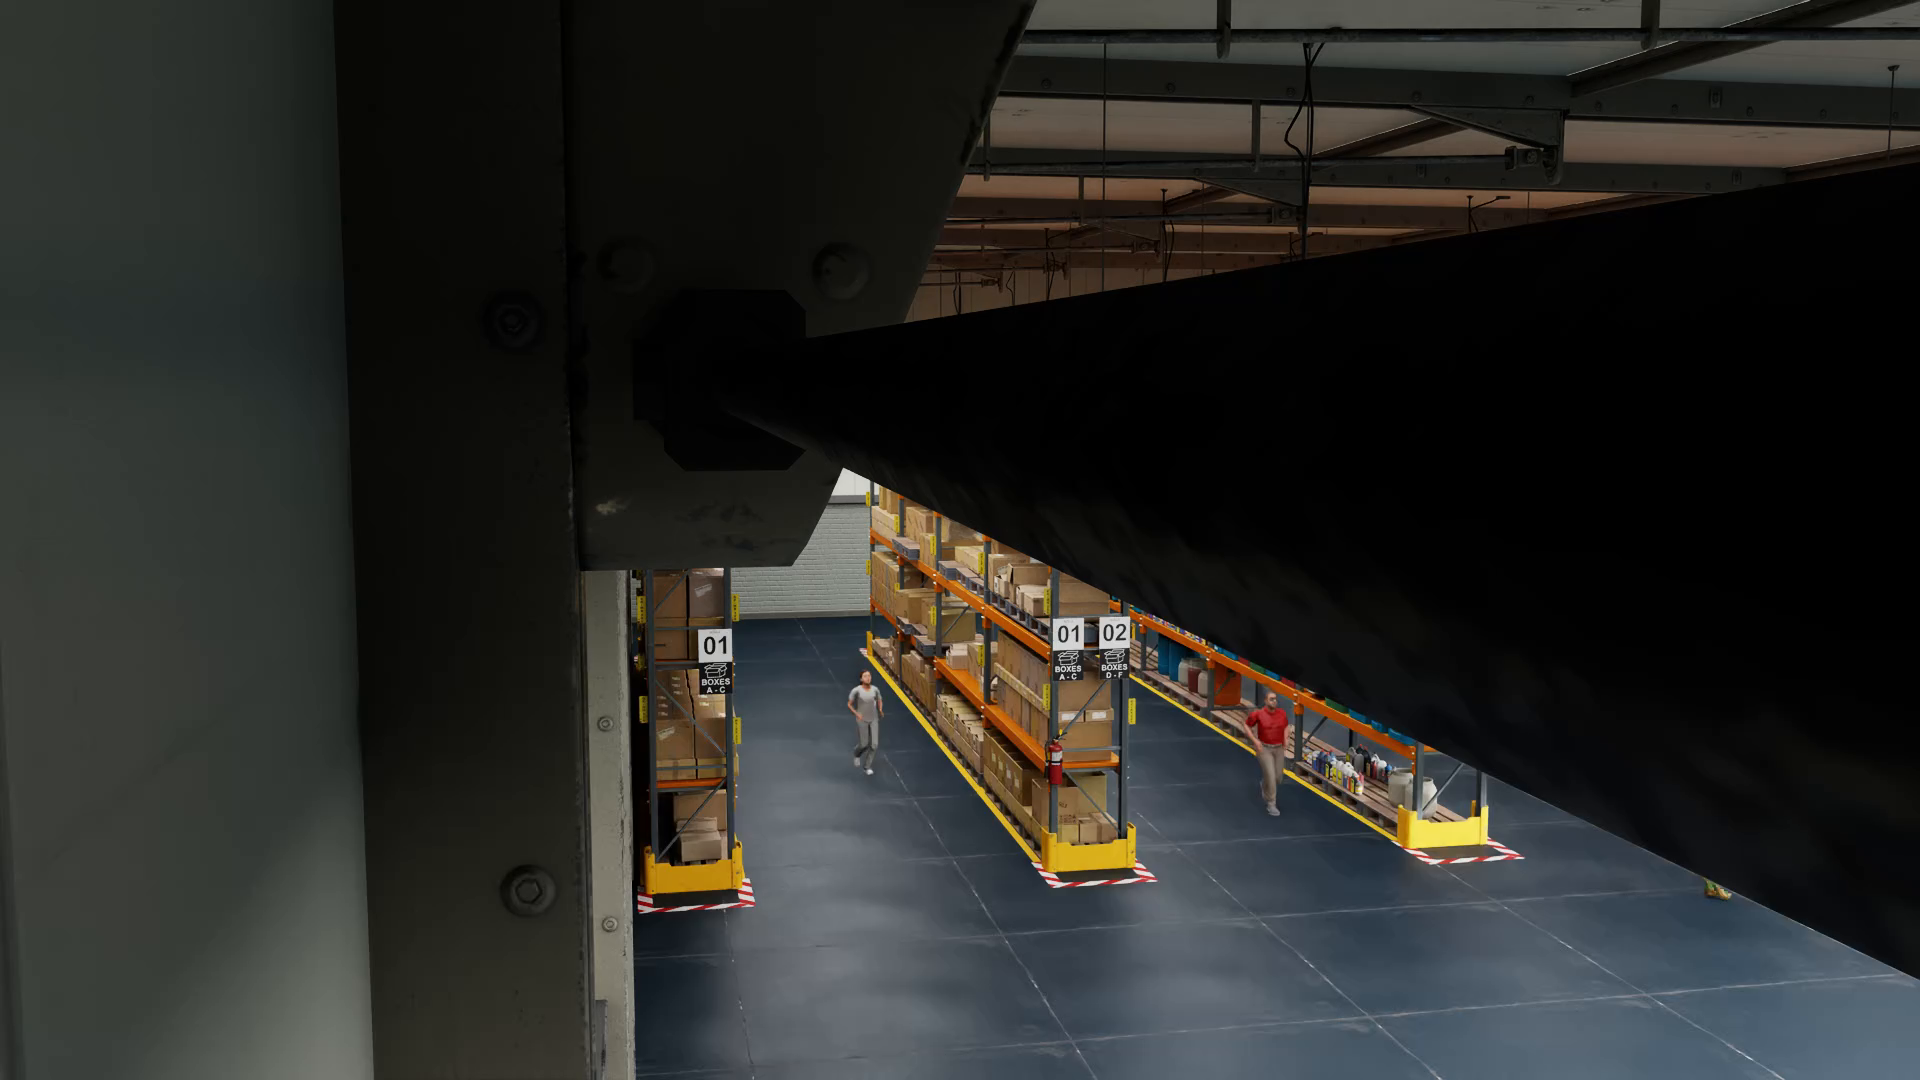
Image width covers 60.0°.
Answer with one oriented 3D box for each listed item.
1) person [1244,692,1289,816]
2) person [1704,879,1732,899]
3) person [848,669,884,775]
[{"bbox_3d":[4.400,3.010,23.753,0.671,1.719,0.774,-2,6,-16],"label":"person"},{"bbox_3d":[9.209,3.389,19.751,0.617,1.748,0.630,2,6,21],"label":"person"},{"bbox_3d":[-1.437,2.798,25.677,0.561,1.615,0.591,-3,6,-23],"label":"person"}]
